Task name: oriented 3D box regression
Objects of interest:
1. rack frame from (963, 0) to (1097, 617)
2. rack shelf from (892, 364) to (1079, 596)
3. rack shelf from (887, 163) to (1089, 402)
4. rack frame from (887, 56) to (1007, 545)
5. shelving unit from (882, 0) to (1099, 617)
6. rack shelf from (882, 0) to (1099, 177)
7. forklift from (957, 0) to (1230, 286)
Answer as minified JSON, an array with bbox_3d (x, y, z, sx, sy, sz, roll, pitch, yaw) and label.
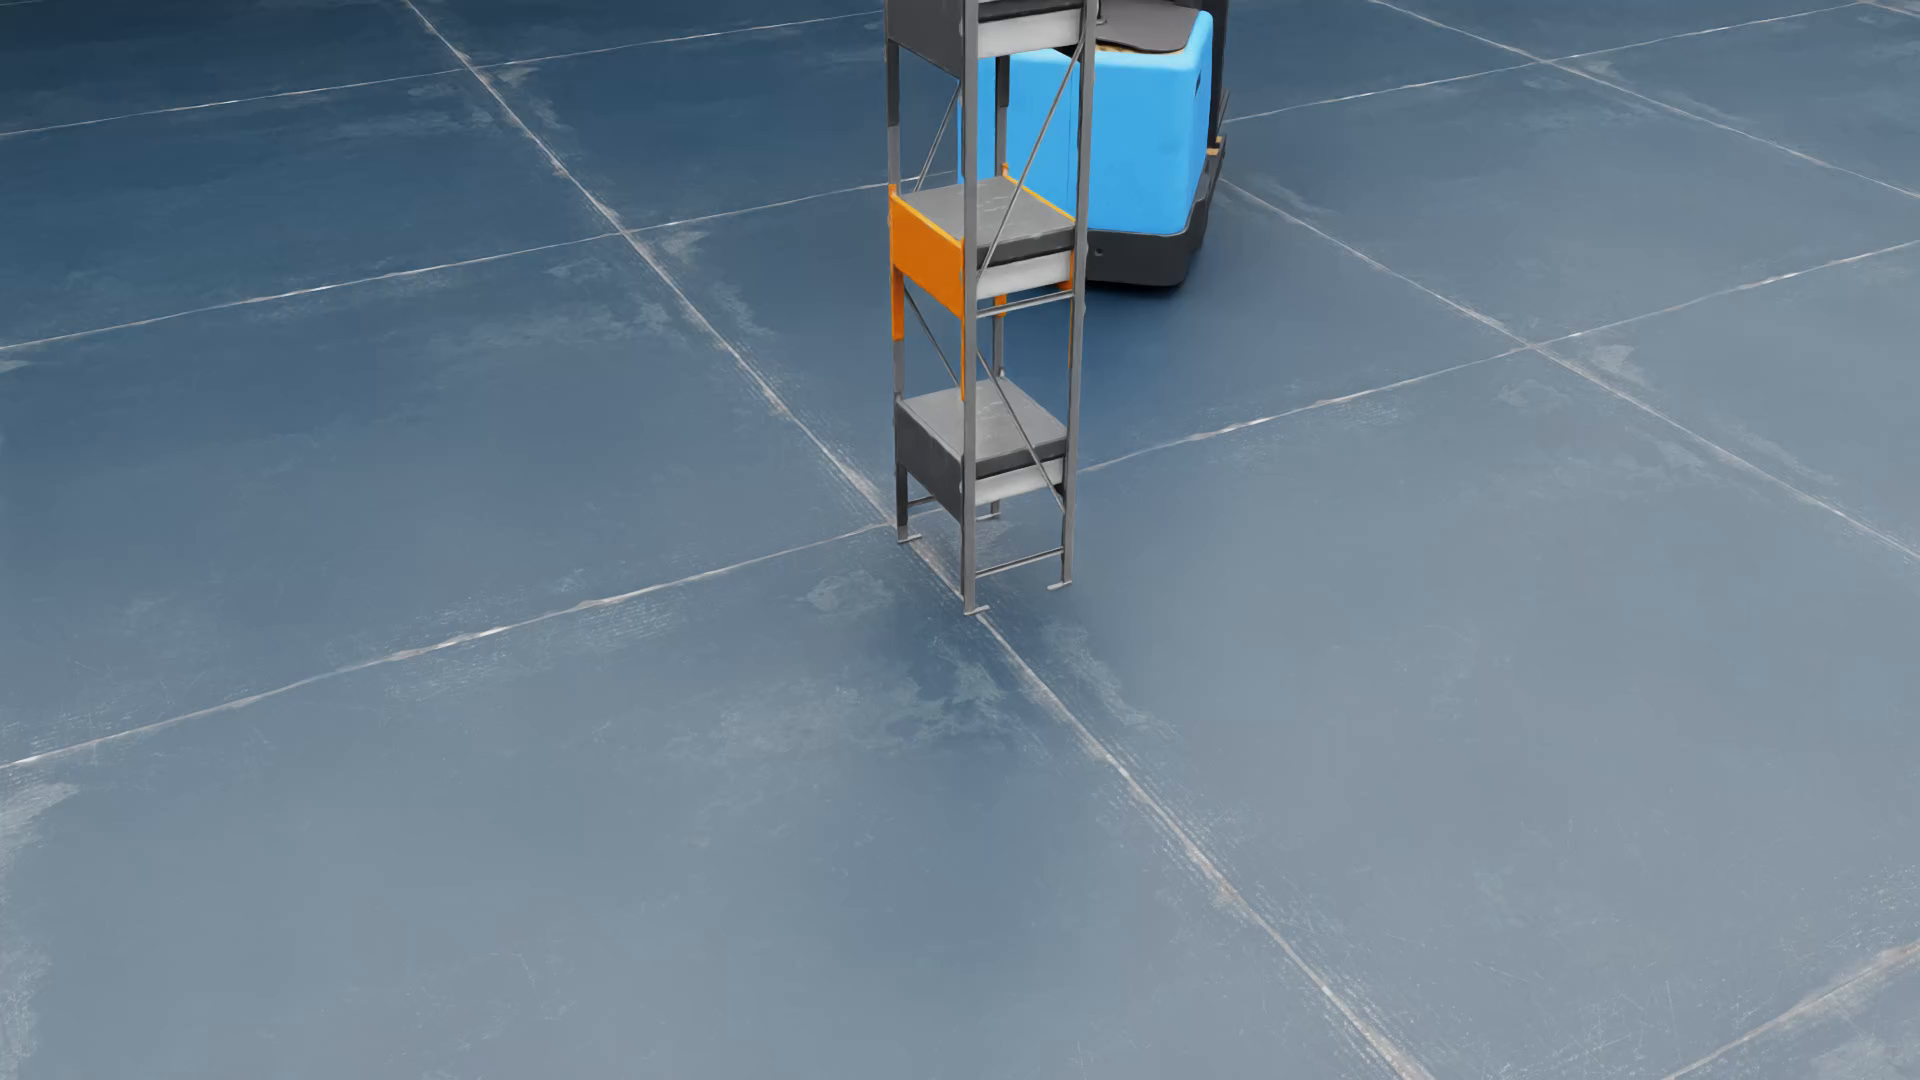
[{"bbox_3d":[0.191,-0.689,4.879,0.400,2.100,0.015,-16,36,-23],"label":"rack frame"},{"bbox_3d":[0.077,-0.204,5.445,0.431,0.518,0.480,-16,36,-23],"label":"rack shelf"},{"bbox_3d":[0.077,-0.794,5.068,0.431,0.518,0.480,-16,36,-23],"label":"rack shelf"},{"bbox_3d":[-0.037,-0.922,5.242,0.400,2.100,0.015,-16,36,-23],"label":"rack frame"},{"bbox_3d":[0.077,-0.805,5.060,0.431,2.100,0.503,-16,36,-23],"label":"shelving unit"},{"bbox_3d":[0.077,-1.383,4.690,0.431,0.518,0.480,-16,36,-23],"label":"rack shelf"},{"bbox_3d":[0.799,-3.145,7.941,1.130,2.935,3.031,7,33,11],"label":"forklift"}]
